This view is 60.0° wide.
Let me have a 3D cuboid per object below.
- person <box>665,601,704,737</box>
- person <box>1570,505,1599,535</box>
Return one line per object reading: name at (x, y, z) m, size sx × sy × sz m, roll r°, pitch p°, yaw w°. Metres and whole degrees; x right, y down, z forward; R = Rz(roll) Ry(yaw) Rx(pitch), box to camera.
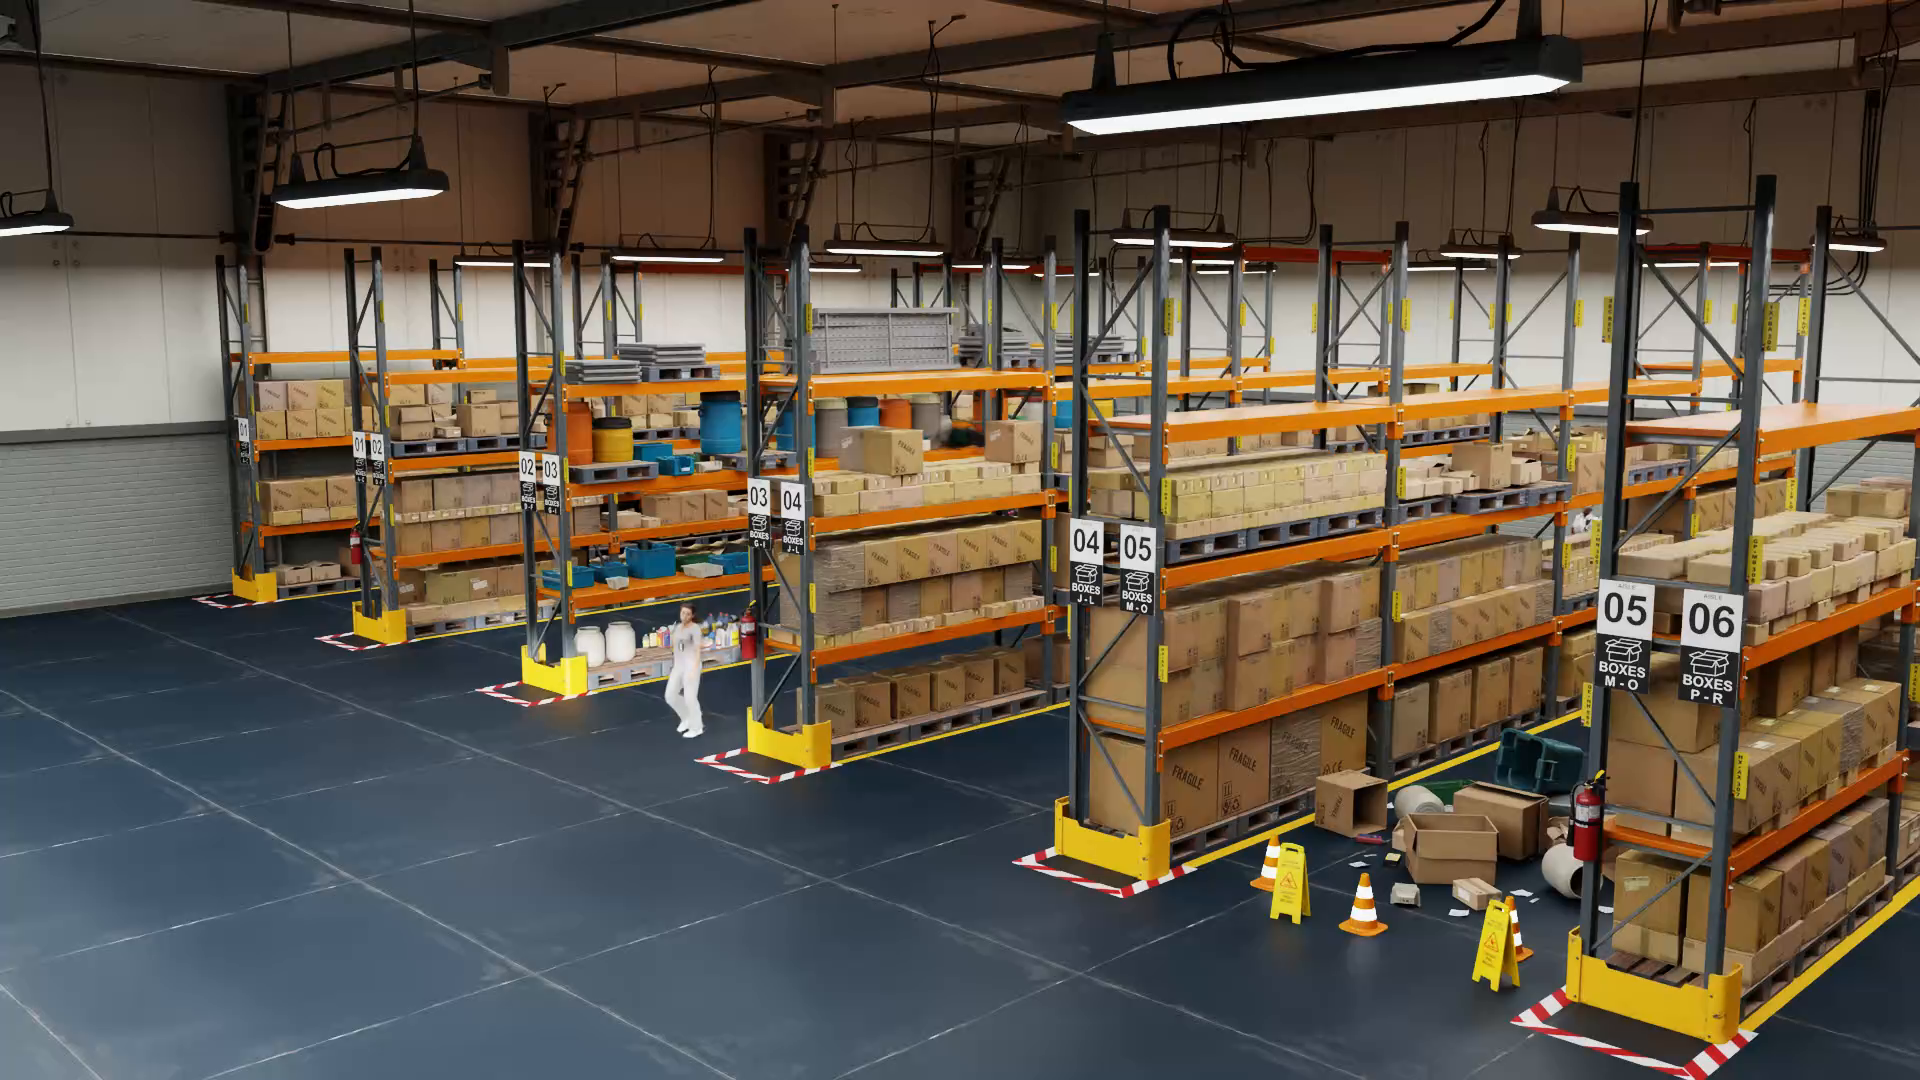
person at (-3.238, 1.538, 19.773) m, size 0.517 × 1.649 × 0.464 m, roll 6°, pitch 10°, yaw 36°
person at (11.181, 0.103, 29.803) m, size 0.932 × 1.657 × 0.605 m, roll -5°, pitch 9°, yaw -31°
